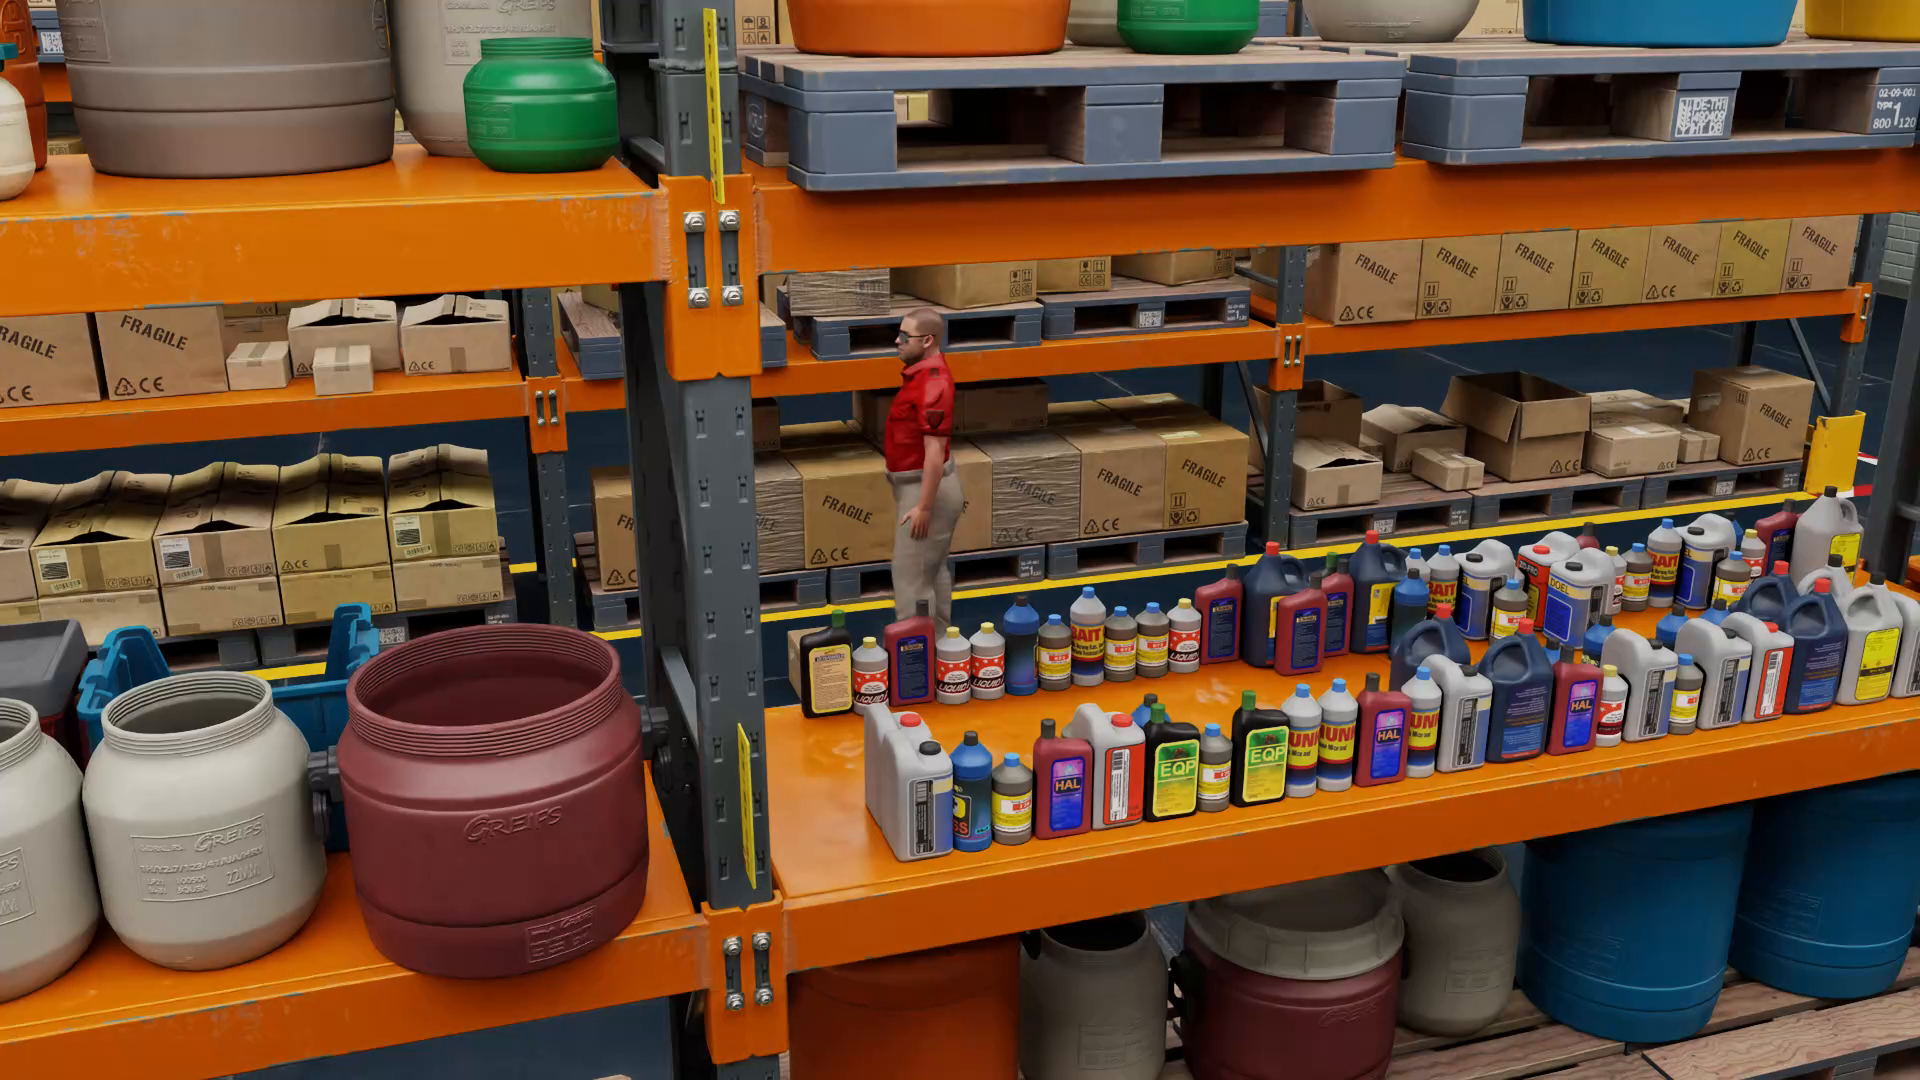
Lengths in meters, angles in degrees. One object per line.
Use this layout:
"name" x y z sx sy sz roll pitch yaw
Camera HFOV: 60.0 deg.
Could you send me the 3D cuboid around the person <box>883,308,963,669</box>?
"person" -0.230 -0.190 7.598 0.486 1.737 0.580 -1 19 -2
